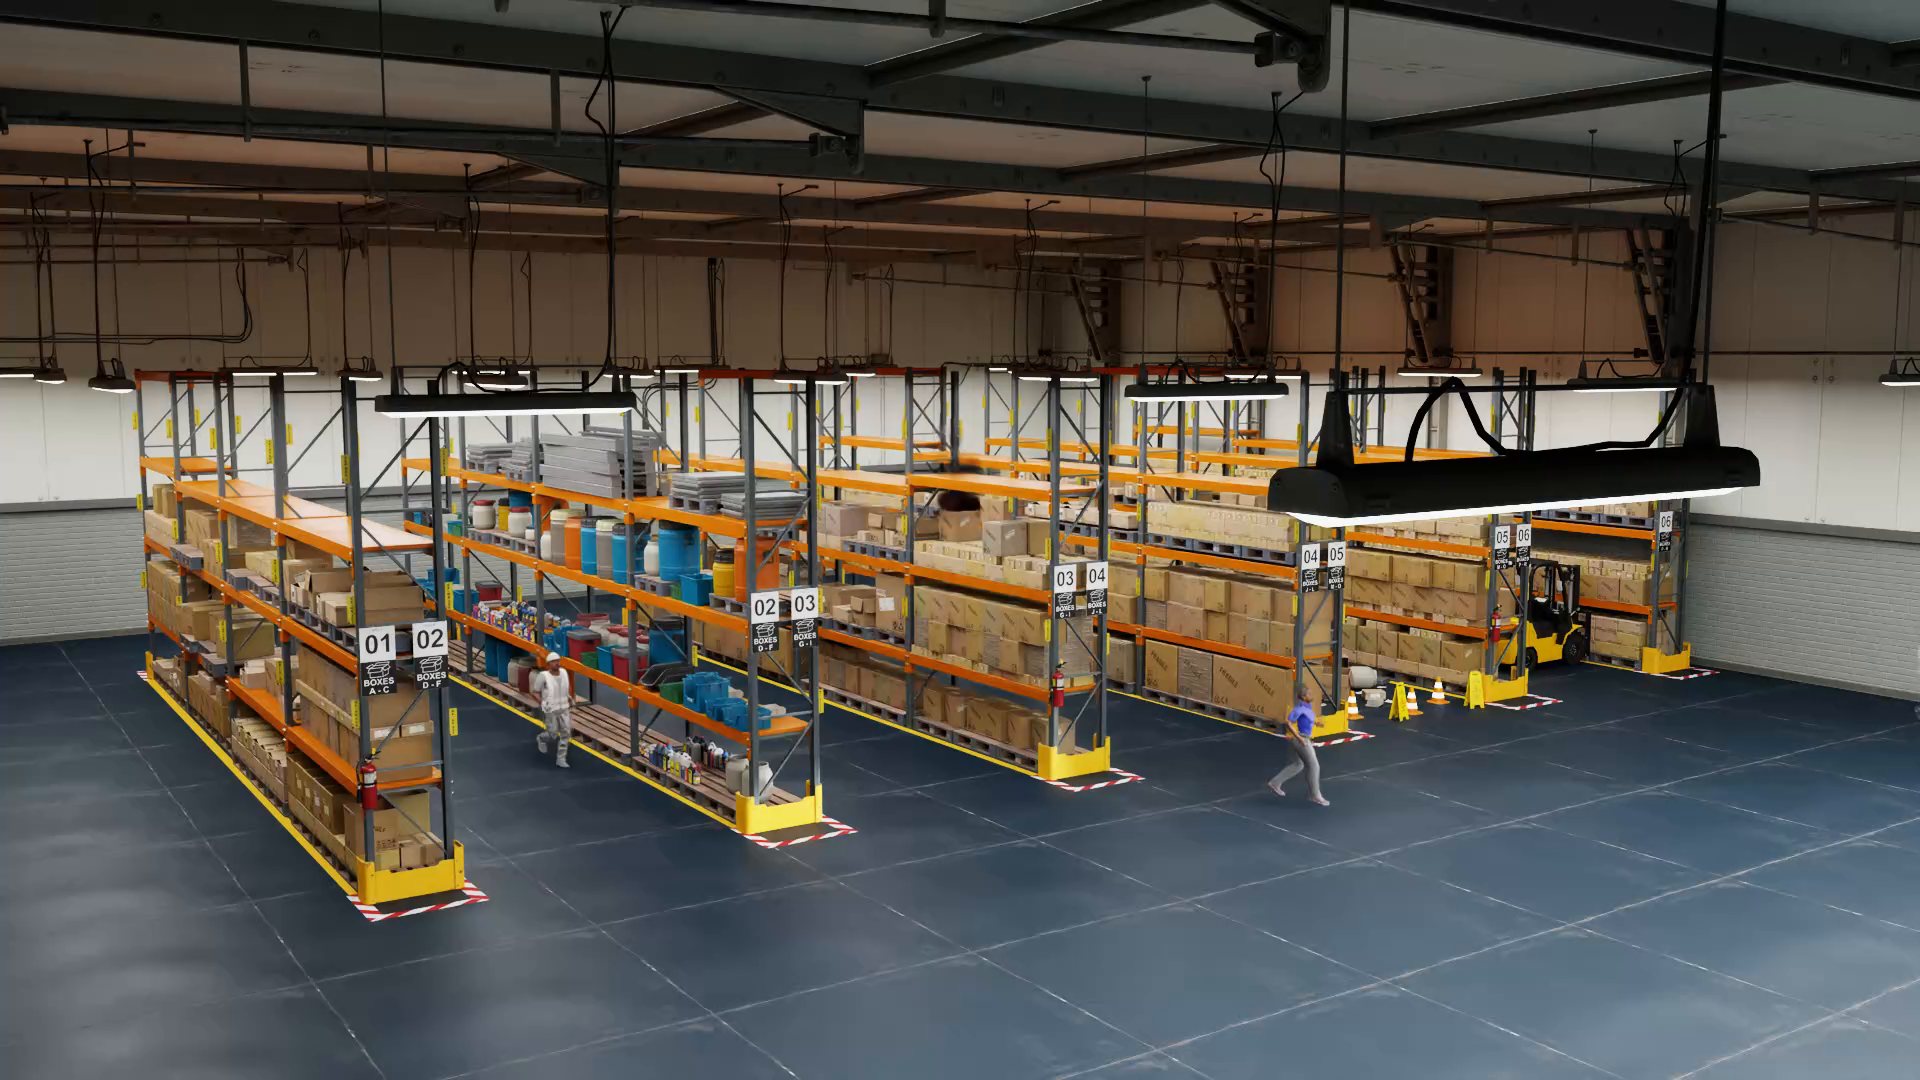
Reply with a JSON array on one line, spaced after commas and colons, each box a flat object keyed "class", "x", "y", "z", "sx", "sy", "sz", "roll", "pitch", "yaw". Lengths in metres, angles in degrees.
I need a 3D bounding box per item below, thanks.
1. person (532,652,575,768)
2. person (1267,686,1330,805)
[{"class": "person", "x": -6.223, "y": 2.590, "z": 25.536, "sx": 0.682, "sy": 1.753, "sz": 0.769, "roll": -6, "pitch": 9, "yaw": -41}, {"class": "person", "x": 4.779, "y": 2.877, "z": 23.399, "sx": 0.870, "sy": 1.678, "sz": 0.566, "roll": 1, "pitch": 7, "yaw": 10}]
